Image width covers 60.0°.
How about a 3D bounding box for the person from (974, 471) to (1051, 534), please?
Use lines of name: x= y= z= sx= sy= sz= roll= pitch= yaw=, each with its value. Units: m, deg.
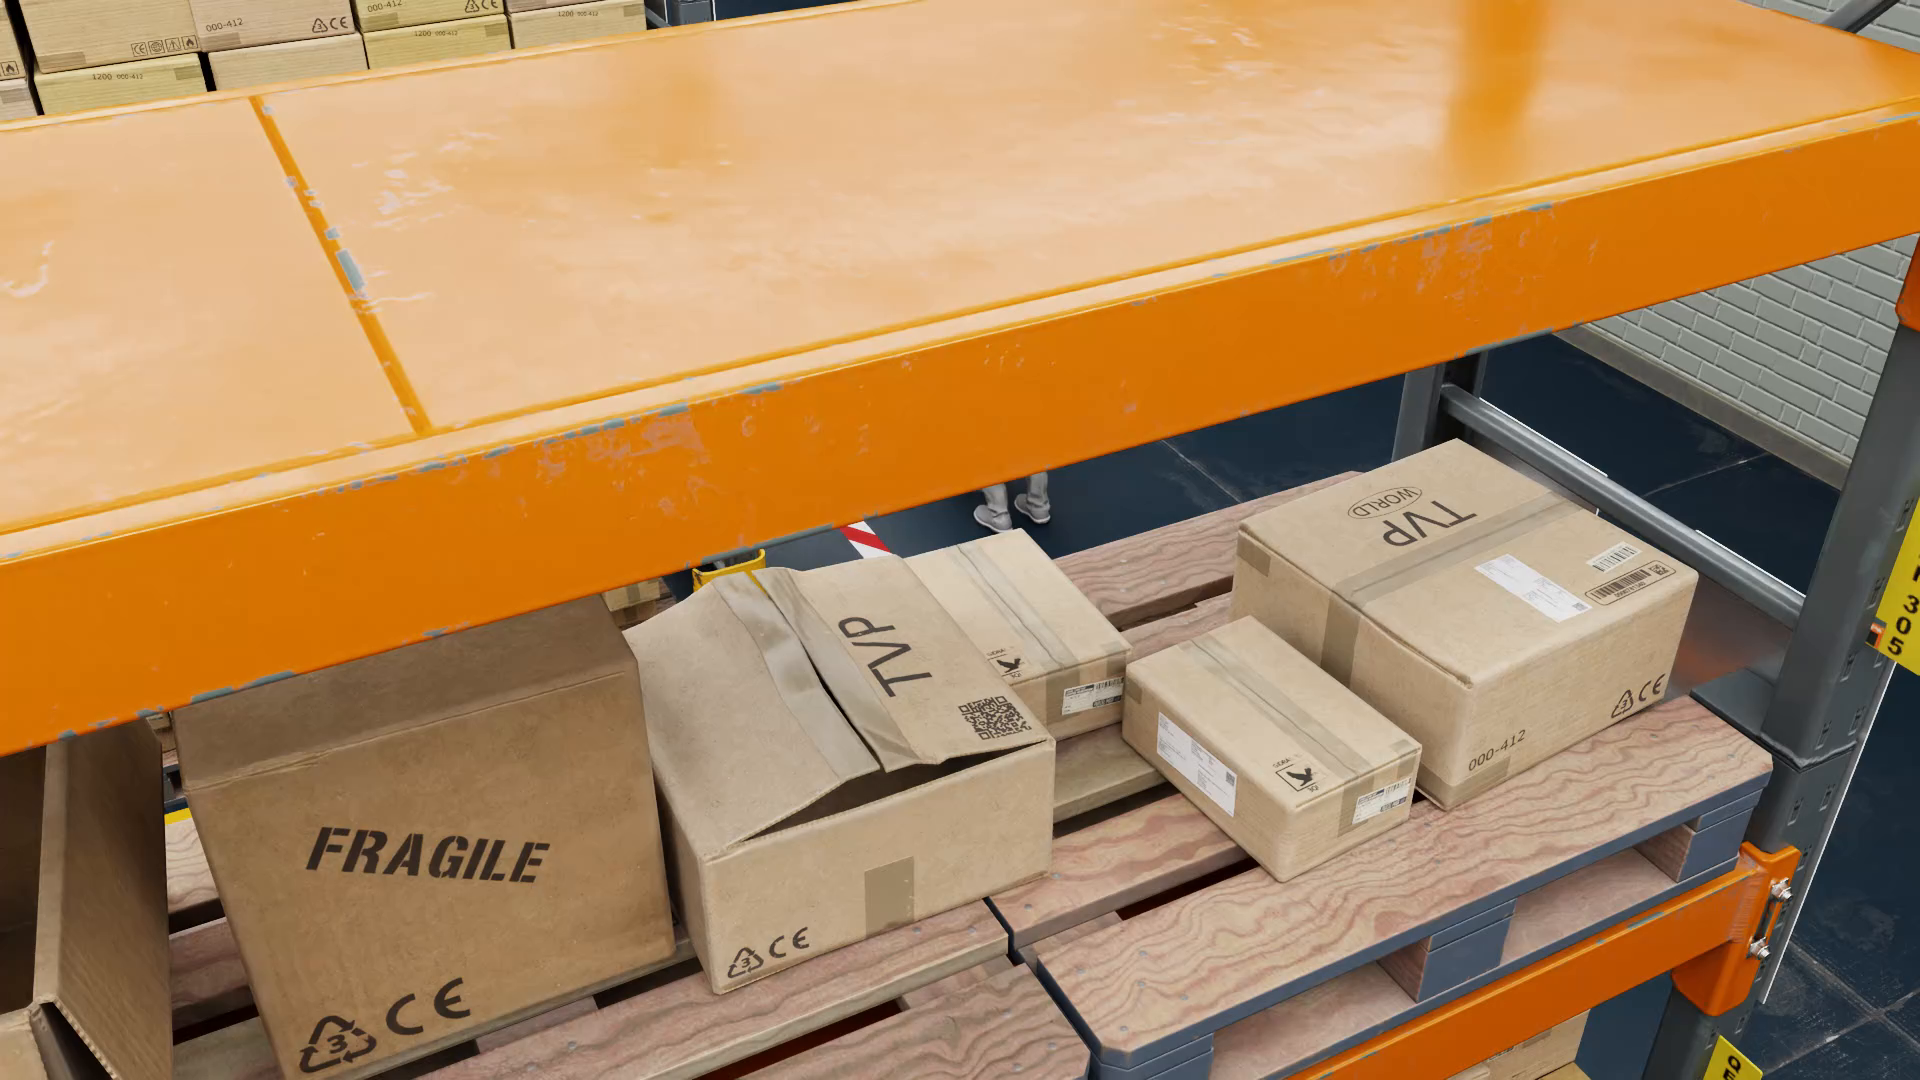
person: x=0.183 y=-0.704 z=8.647 sx=0.433 sy=1.192 sz=0.908 roll=-18 pitch=37 yaw=-25
